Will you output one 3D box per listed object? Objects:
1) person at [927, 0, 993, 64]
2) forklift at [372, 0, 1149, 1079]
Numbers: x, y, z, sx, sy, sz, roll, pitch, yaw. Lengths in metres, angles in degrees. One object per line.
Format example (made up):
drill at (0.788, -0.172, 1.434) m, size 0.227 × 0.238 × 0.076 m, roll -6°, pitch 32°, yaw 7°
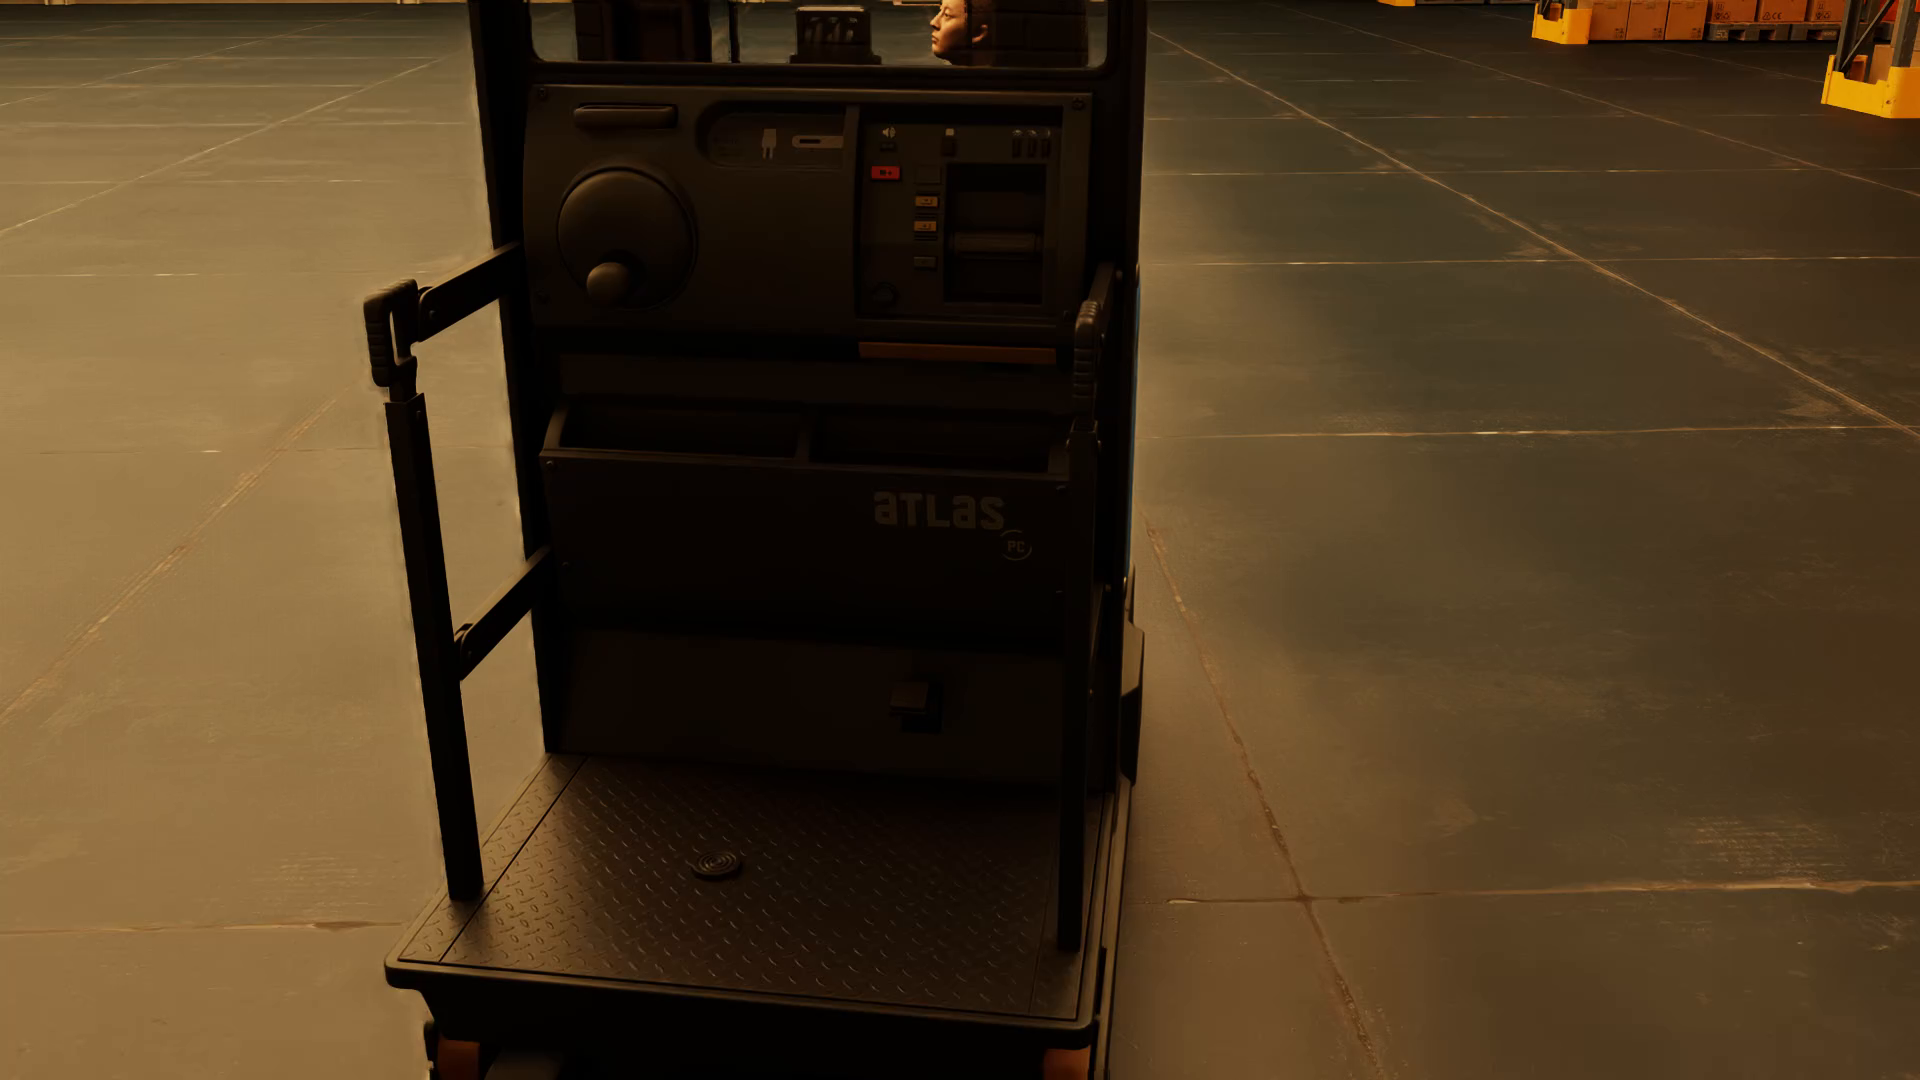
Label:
person at (-0.079, -0.787, 4.867) m, size 0.537 × 1.673 × 0.559 m, roll -1°, pitch 21°, yaw -3°
forklift at (-0.279, -0.534, 2.521) m, size 1.130 × 2.935 × 3.031 m, roll 3°, pitch 22°, yaw 8°
